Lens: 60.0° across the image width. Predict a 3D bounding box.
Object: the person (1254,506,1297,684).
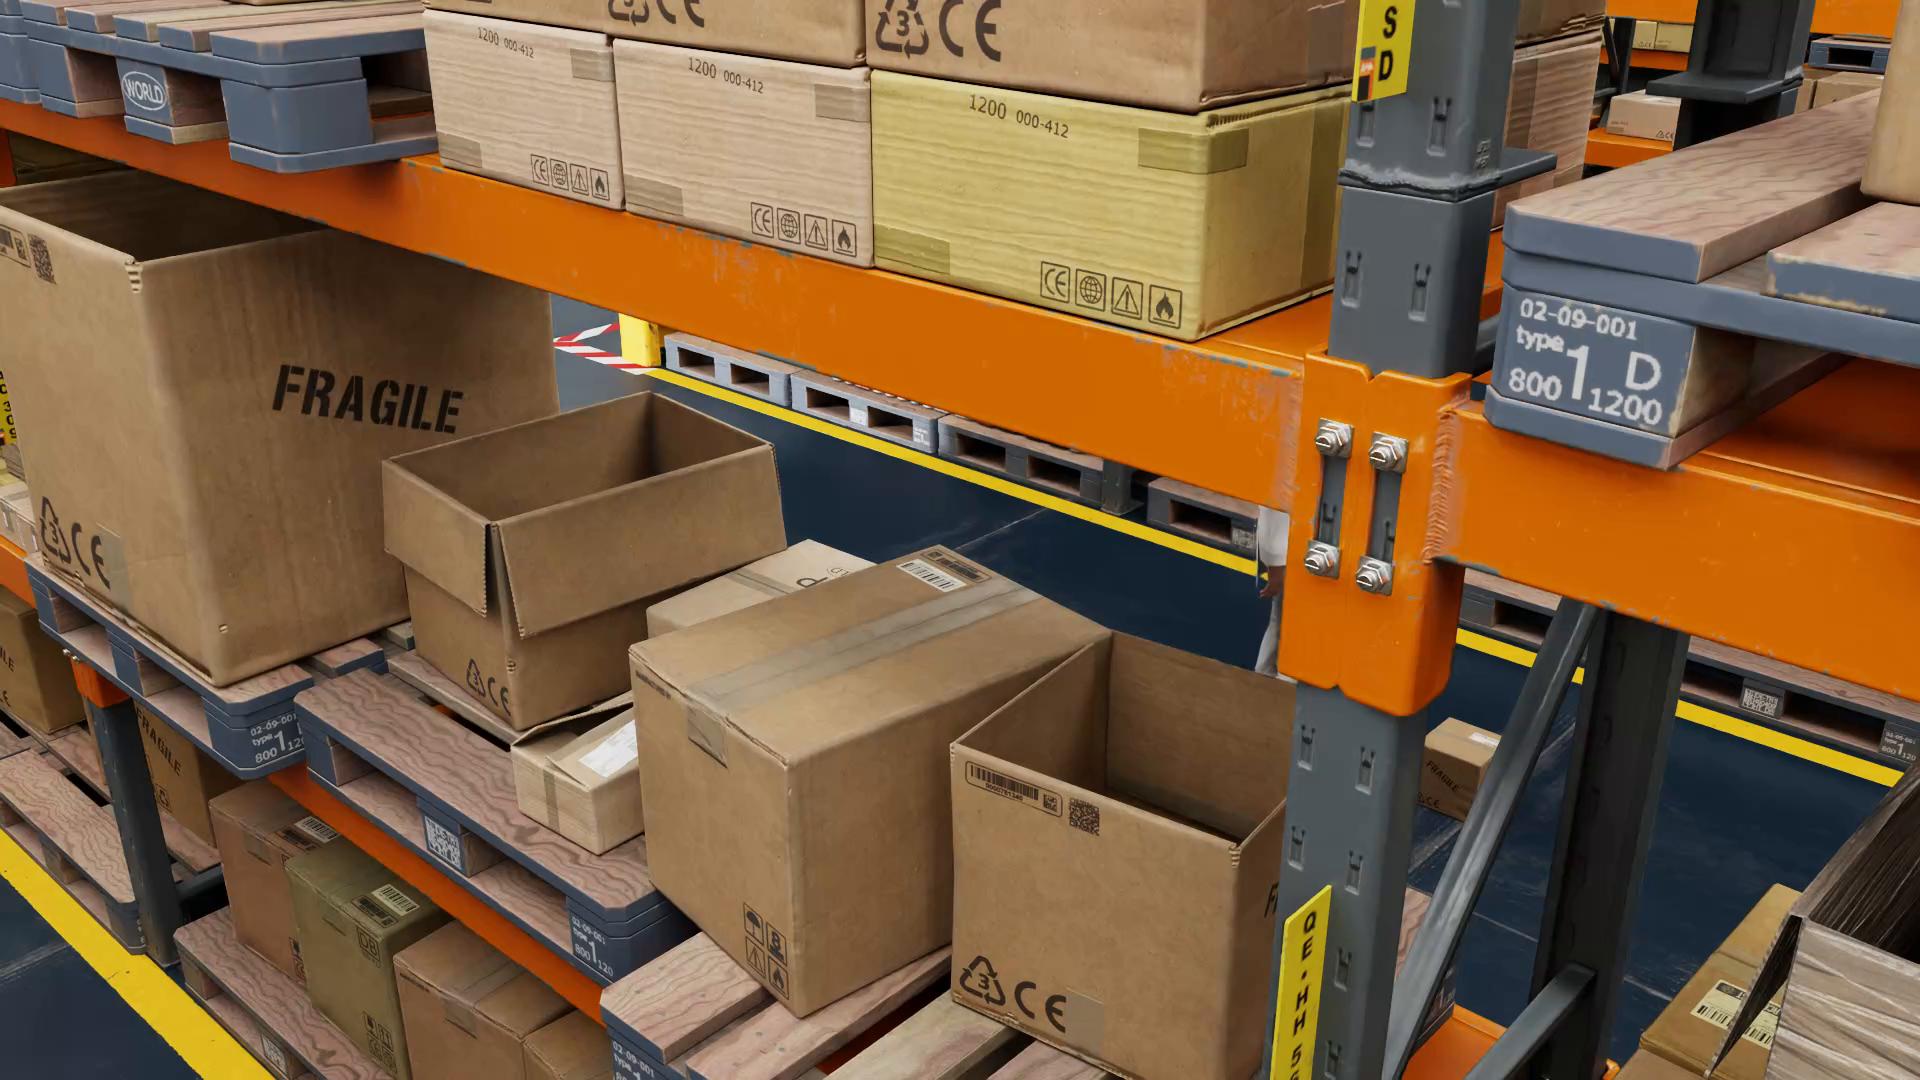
[{"bbox_3d":[1.298,0.010,6.074,0.465,1.801,0.595,2,24,6],"label":"person"}]
